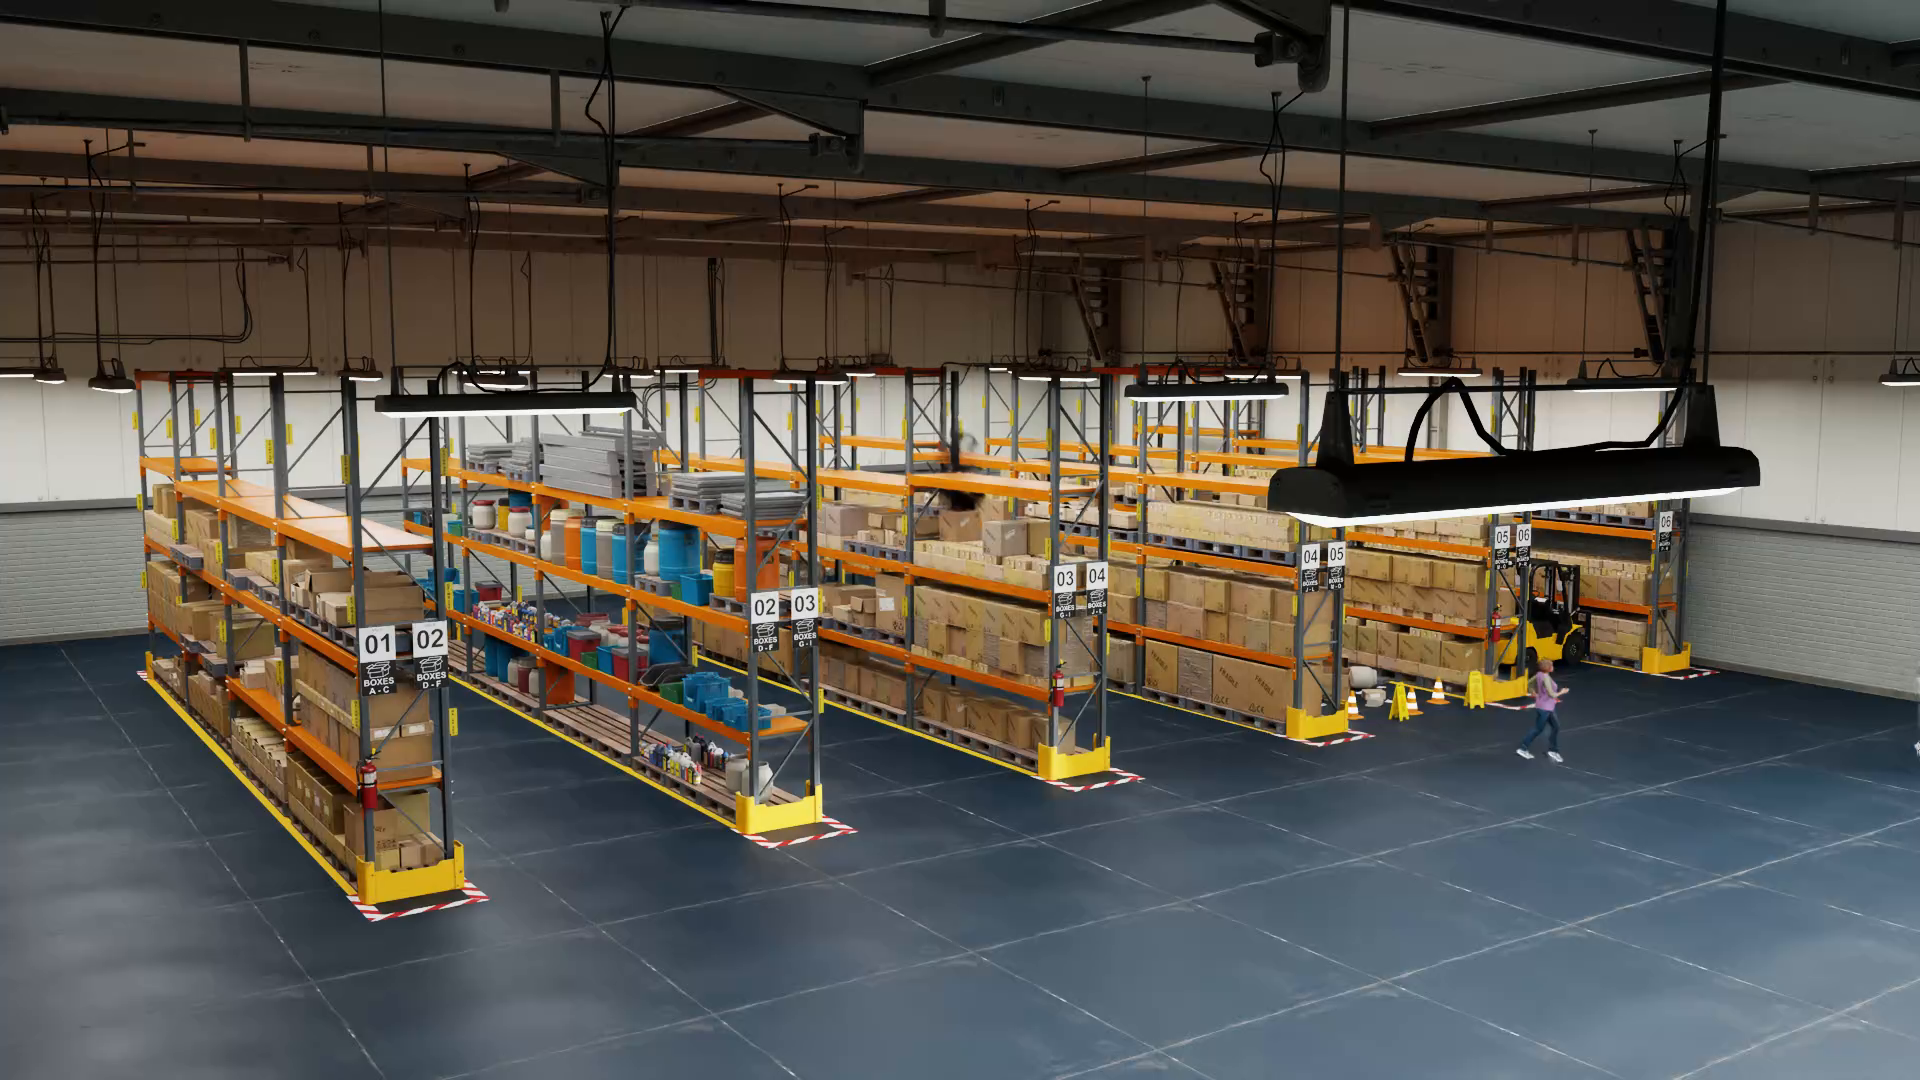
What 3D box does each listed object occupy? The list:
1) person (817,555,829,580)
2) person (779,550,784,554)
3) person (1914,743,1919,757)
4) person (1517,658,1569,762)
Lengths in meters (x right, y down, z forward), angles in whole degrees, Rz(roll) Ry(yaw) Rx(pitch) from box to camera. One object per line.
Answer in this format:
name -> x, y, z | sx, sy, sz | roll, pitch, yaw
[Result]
person -> -3.437, 0.737, 42.049 | 0.821, 1.749, 0.701 | 0, 6, -4
person -> -4.440, 1.041, 39.768 | 0.685, 1.632, 0.525 | -1, 7, -9
person -> 14.834, 2.696, 25.051 | 0.687, 1.677, 0.618 | 2, 7, 14
person -> 9.002, 2.640, 25.682 | 0.741, 1.623, 0.507 | 2, 7, 14
